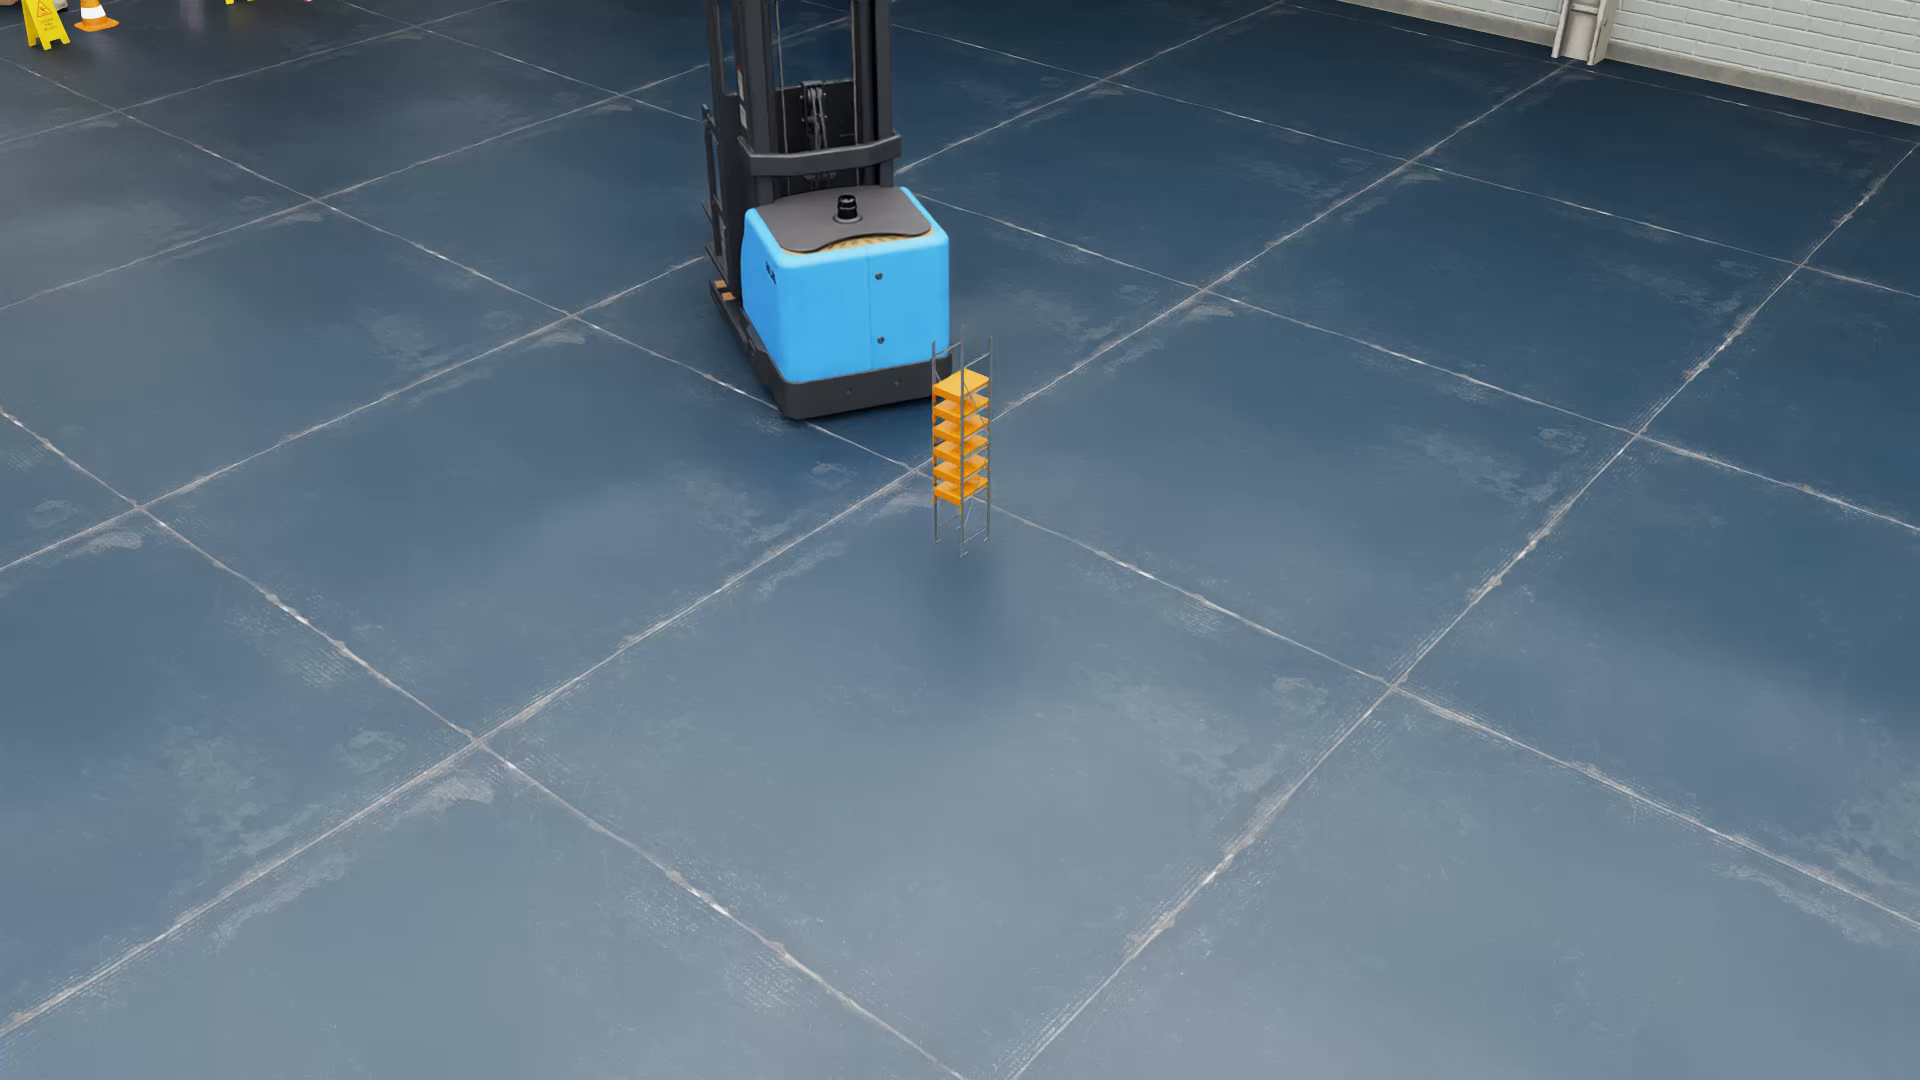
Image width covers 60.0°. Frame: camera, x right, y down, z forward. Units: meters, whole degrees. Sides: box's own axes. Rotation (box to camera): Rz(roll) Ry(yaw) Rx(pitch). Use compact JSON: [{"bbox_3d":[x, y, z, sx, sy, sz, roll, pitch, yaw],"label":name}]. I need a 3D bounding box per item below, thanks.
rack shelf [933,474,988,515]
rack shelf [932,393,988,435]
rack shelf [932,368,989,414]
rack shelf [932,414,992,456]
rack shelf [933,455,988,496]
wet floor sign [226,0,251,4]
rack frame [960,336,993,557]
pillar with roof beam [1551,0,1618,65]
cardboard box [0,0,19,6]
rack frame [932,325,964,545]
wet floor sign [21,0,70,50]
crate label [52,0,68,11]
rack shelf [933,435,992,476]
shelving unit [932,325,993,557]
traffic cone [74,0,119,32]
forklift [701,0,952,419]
[{"bbox_3d":[0.011,-0.255,8.646,0.180,0.103,0.258,25,42,32],"label":"rack shelf"},{"bbox_3d":[0.011,-0.651,8.374,0.180,0.103,0.258,25,42,32],"label":"rack shelf"},{"bbox_3d":[0.011,-0.749,8.306,0.180,0.103,0.258,25,42,32],"label":"rack shelf"},{"bbox_3d":[0.011,-0.552,8.442,0.180,0.103,0.258,25,42,32],"label":"rack shelf"},{"bbox_3d":[0.011,-0.354,8.578,0.180,0.103,0.258,25,42,32],"label":"rack shelf"},{"bbox_3d":[-7.281,-5.722,16.594,0.267,0.644,0.232,-18,38,-25],"label":"wet floor sign"},{"bbox_3d":[0.081,-0.456,8.437,0.006,1.200,0.240,25,42,32],"label":"rack frame"},{"bbox_3d":[2.940,-6.286,10.036,0.400,9.000,9.100,25,42,32],"label":"pillar with roof beam"},{"bbox_3d":[-9.712,-5.733,16.735,0.637,0.503,0.797,0,34,0],"label":"cardboard box"},{"bbox_3d":[-0.059,-0.523,8.533,0.006,1.200,0.240,25,42,32],"label":"rack frame"},{"bbox_3d":[-8.543,-4.917,15.422,0.232,0.644,0.267,18,38,24],"label":"wet floor sign"},{"bbox_3d":[-8.991,-5.293,16.419,0.298,0.136,0.250,6,35,8],"label":"crate label"},{"bbox_3d":[0.011,-0.453,8.510,0.180,0.103,0.258,25,42,32],"label":"rack shelf"},{"bbox_3d":[0.011,-0.489,8.485,0.189,1.200,0.258,25,42,32],"label":"shelving unit"},{"bbox_3d":[-8.347,-5.170,15.951,0.334,0.463,0.336,25,42,32],"label":"traffic cone"},{"bbox_3d":[-1.030,-2.746,10.242,1.130,2.935,3.031,-12,36,-16],"label":"forklift"}]
